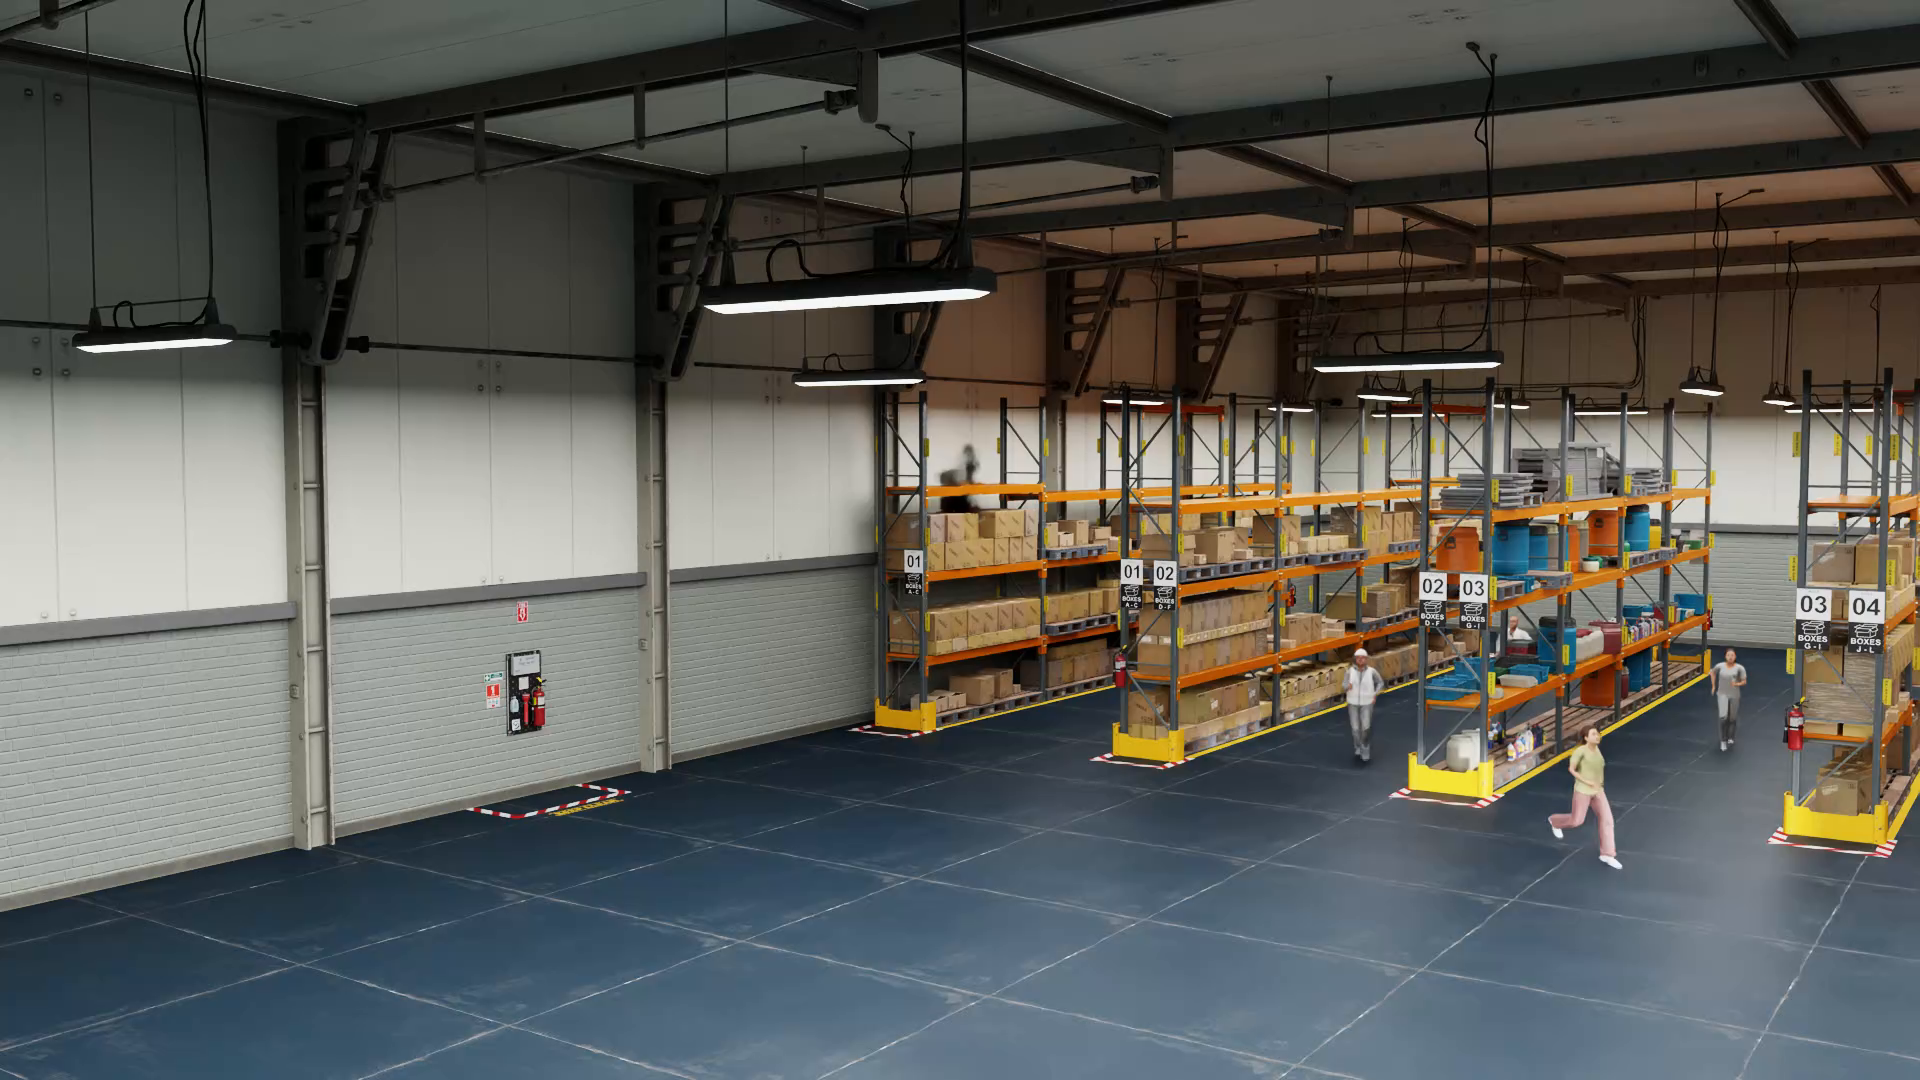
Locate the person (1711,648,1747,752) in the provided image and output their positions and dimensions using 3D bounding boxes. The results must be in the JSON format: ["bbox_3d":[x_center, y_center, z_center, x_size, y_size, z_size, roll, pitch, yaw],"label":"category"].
[{"bbox_3d":[12.751,2.638,27.587,0.527,1.713,0.817,1,3,22],"label":"person"}]

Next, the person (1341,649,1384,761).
[{"bbox_3d":[6.430,2.648,26.668,0.639,1.800,0.680,1,3,23],"label":"person"}]

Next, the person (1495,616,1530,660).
[{"bbox_3d":[10.660,2.346,32.137,0.719,1.744,0.834,2,4,34],"label":"person"}]

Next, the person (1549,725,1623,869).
[{"bbox_3d":[7.604,3.071,20.214,0.549,1.662,1.093,-1,3,-23],"label":"person"}]
